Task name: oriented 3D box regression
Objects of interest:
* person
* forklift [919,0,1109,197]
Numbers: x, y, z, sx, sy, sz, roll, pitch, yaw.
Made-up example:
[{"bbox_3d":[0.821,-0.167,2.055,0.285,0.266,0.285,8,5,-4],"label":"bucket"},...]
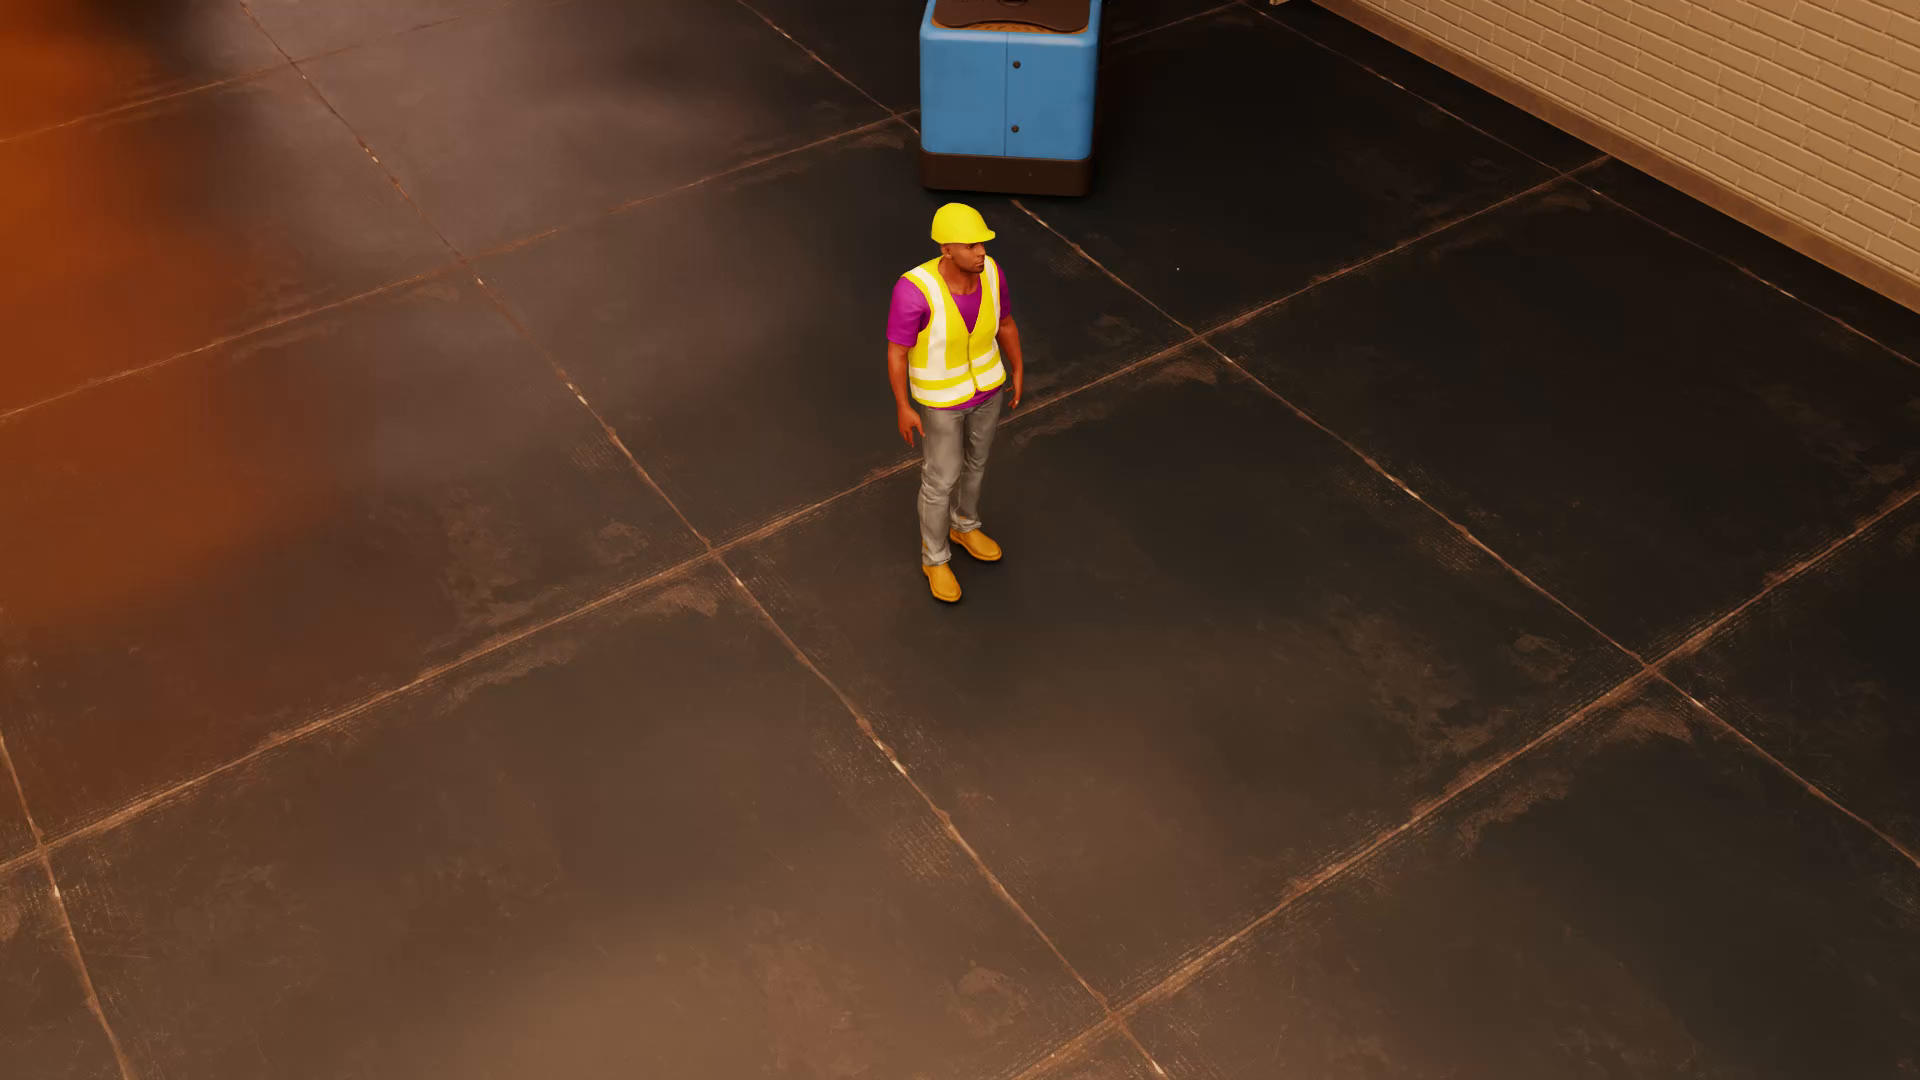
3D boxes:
[{"bbox_3d":[0.036,-0.614,7.231,0.666,1.768,0.575,-25,48,-25],"label":"person"},{"bbox_3d":[0.421,-4.142,10.211,1.130,2.935,3.031,4,43,4],"label":"forklift"}]
